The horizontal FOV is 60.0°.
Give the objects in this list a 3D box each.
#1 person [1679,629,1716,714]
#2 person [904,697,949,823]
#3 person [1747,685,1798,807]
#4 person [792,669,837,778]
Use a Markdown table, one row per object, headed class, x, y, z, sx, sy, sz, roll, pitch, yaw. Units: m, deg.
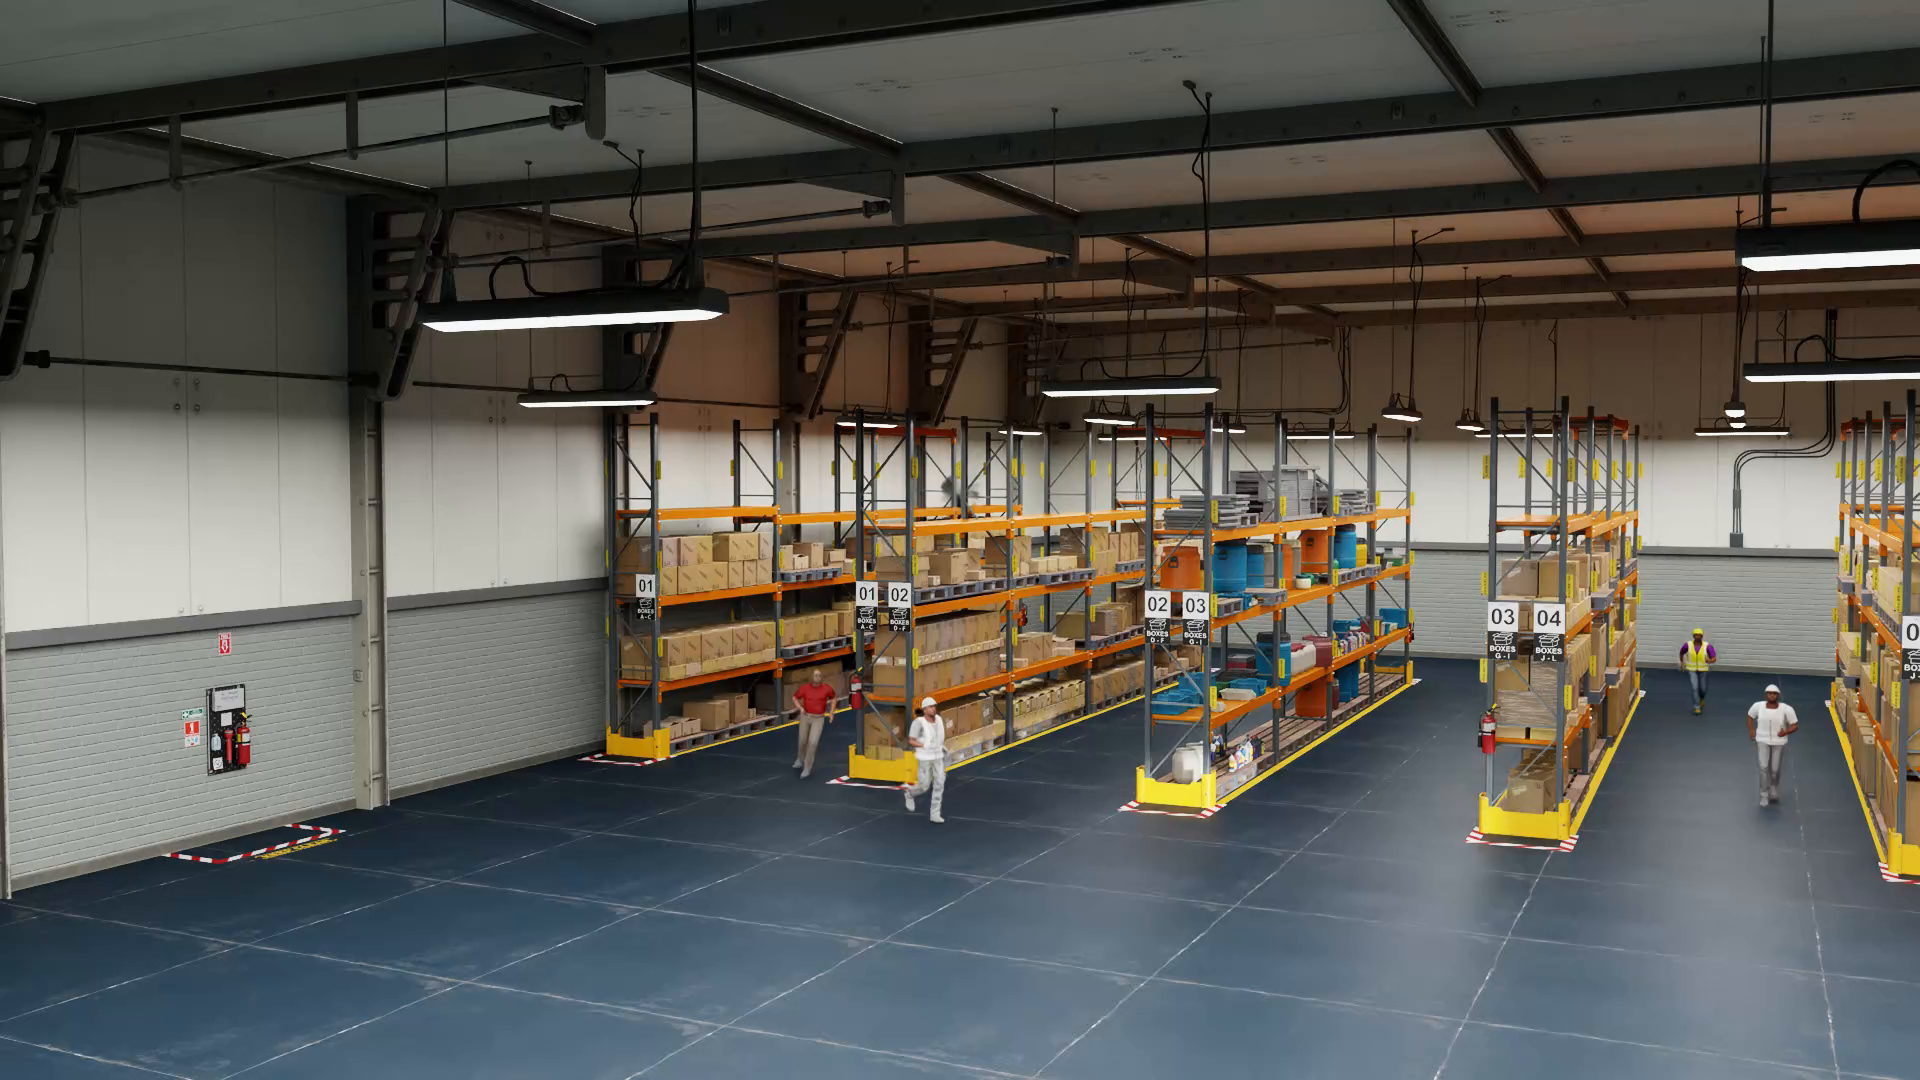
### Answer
| class | x | y | z | sx | sy | sz | roll | pitch | yaw |
| --- | --- | --- | --- | --- | --- | --- | --- | --- | --- |
| person | 15.179 | 2.686 | 34.225 | 0.705 | 1.742 | 0.831 | 1 | 3 | 22 |
| person | -0.468 | 3.118 | 23.730 | 0.688 | 1.757 | 0.827 | -2 | 3 | -39 |
| person | 12.216 | 3.076 | 25.022 | 0.704 | 1.817 | 0.807 | 1 | 3 | 29 |
| person | -2.427 | 3.003 | 27.419 | 0.739 | 1.752 | 0.870 | 0 | 2 | 3 |
